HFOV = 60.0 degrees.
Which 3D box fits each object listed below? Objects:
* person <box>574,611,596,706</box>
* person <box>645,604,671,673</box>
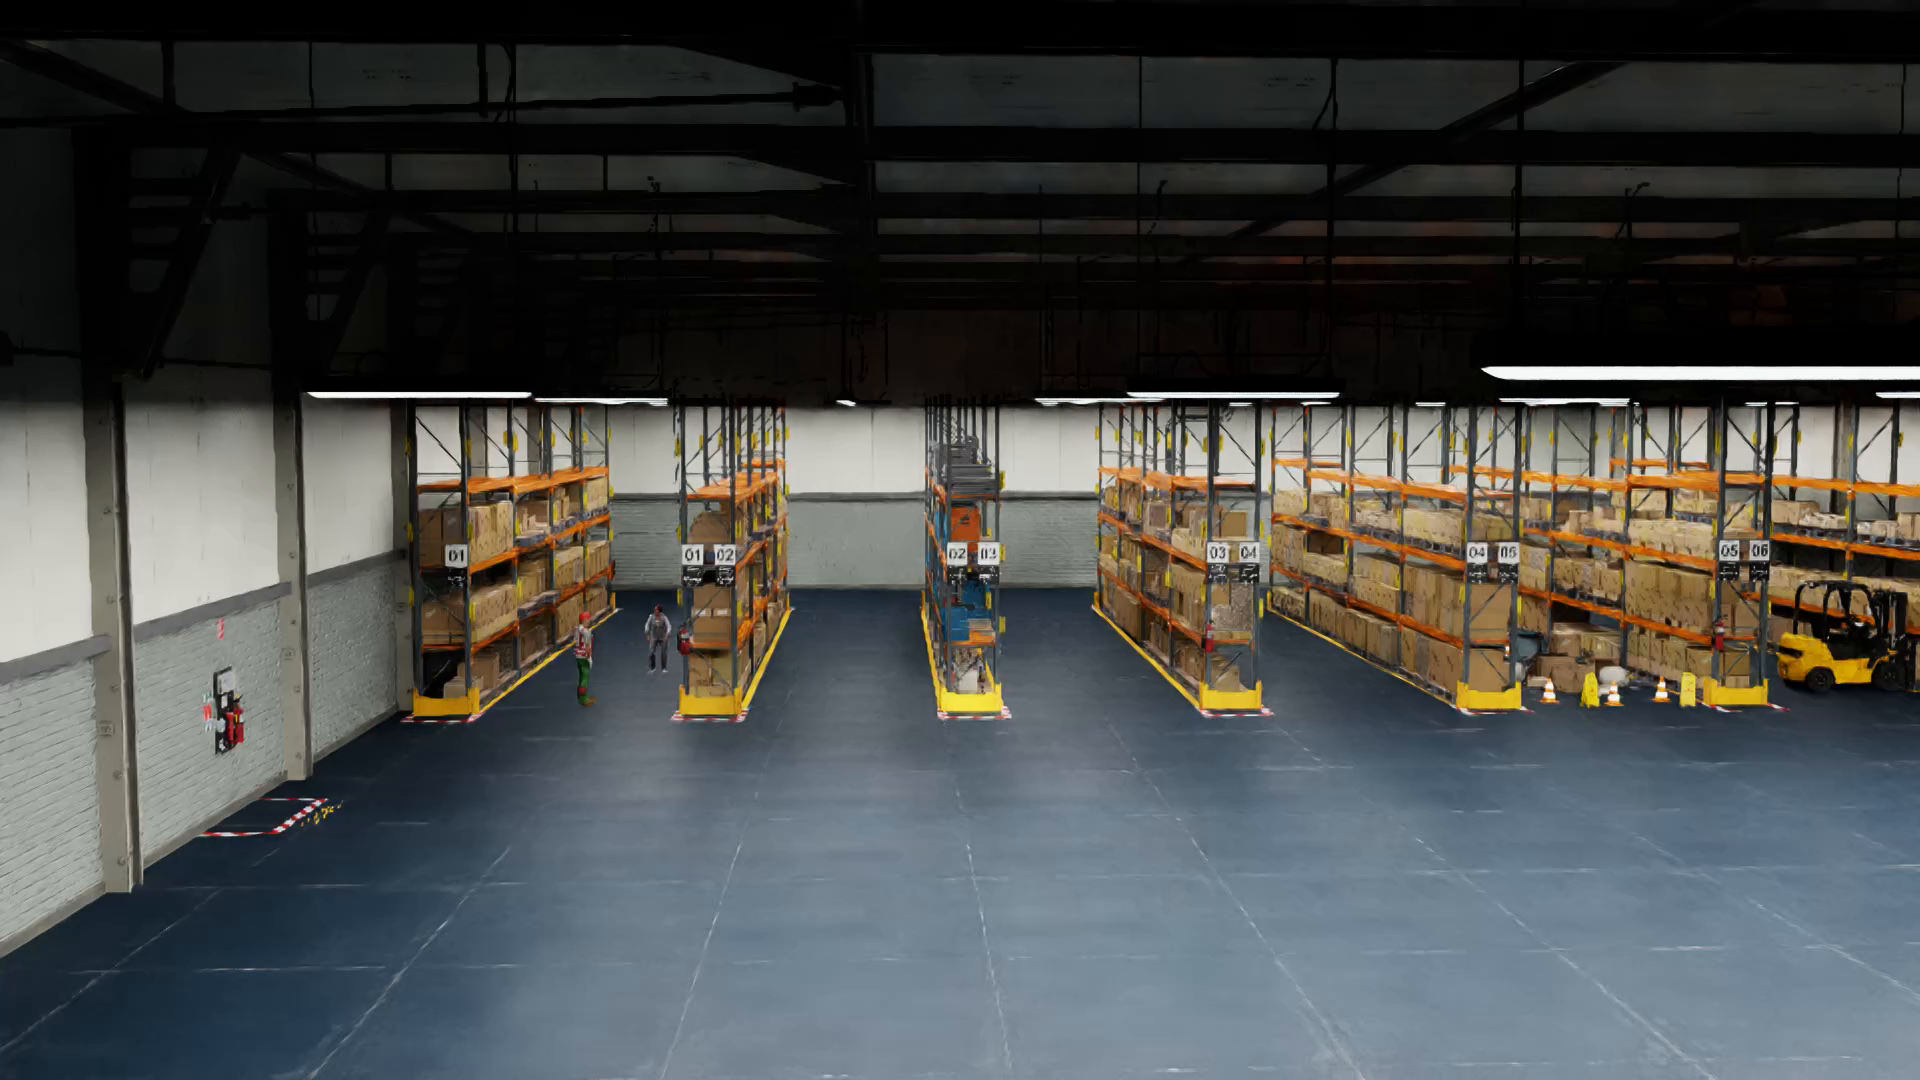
[{"bbox_3d":[-7.215,2.270,32.142,0.466,1.794,0.629,-3,5,-32],"label":"person"},{"bbox_3d":[-6.513,2.126,35.880,0.566,1.541,0.519,0,5,-5],"label":"person"}]
